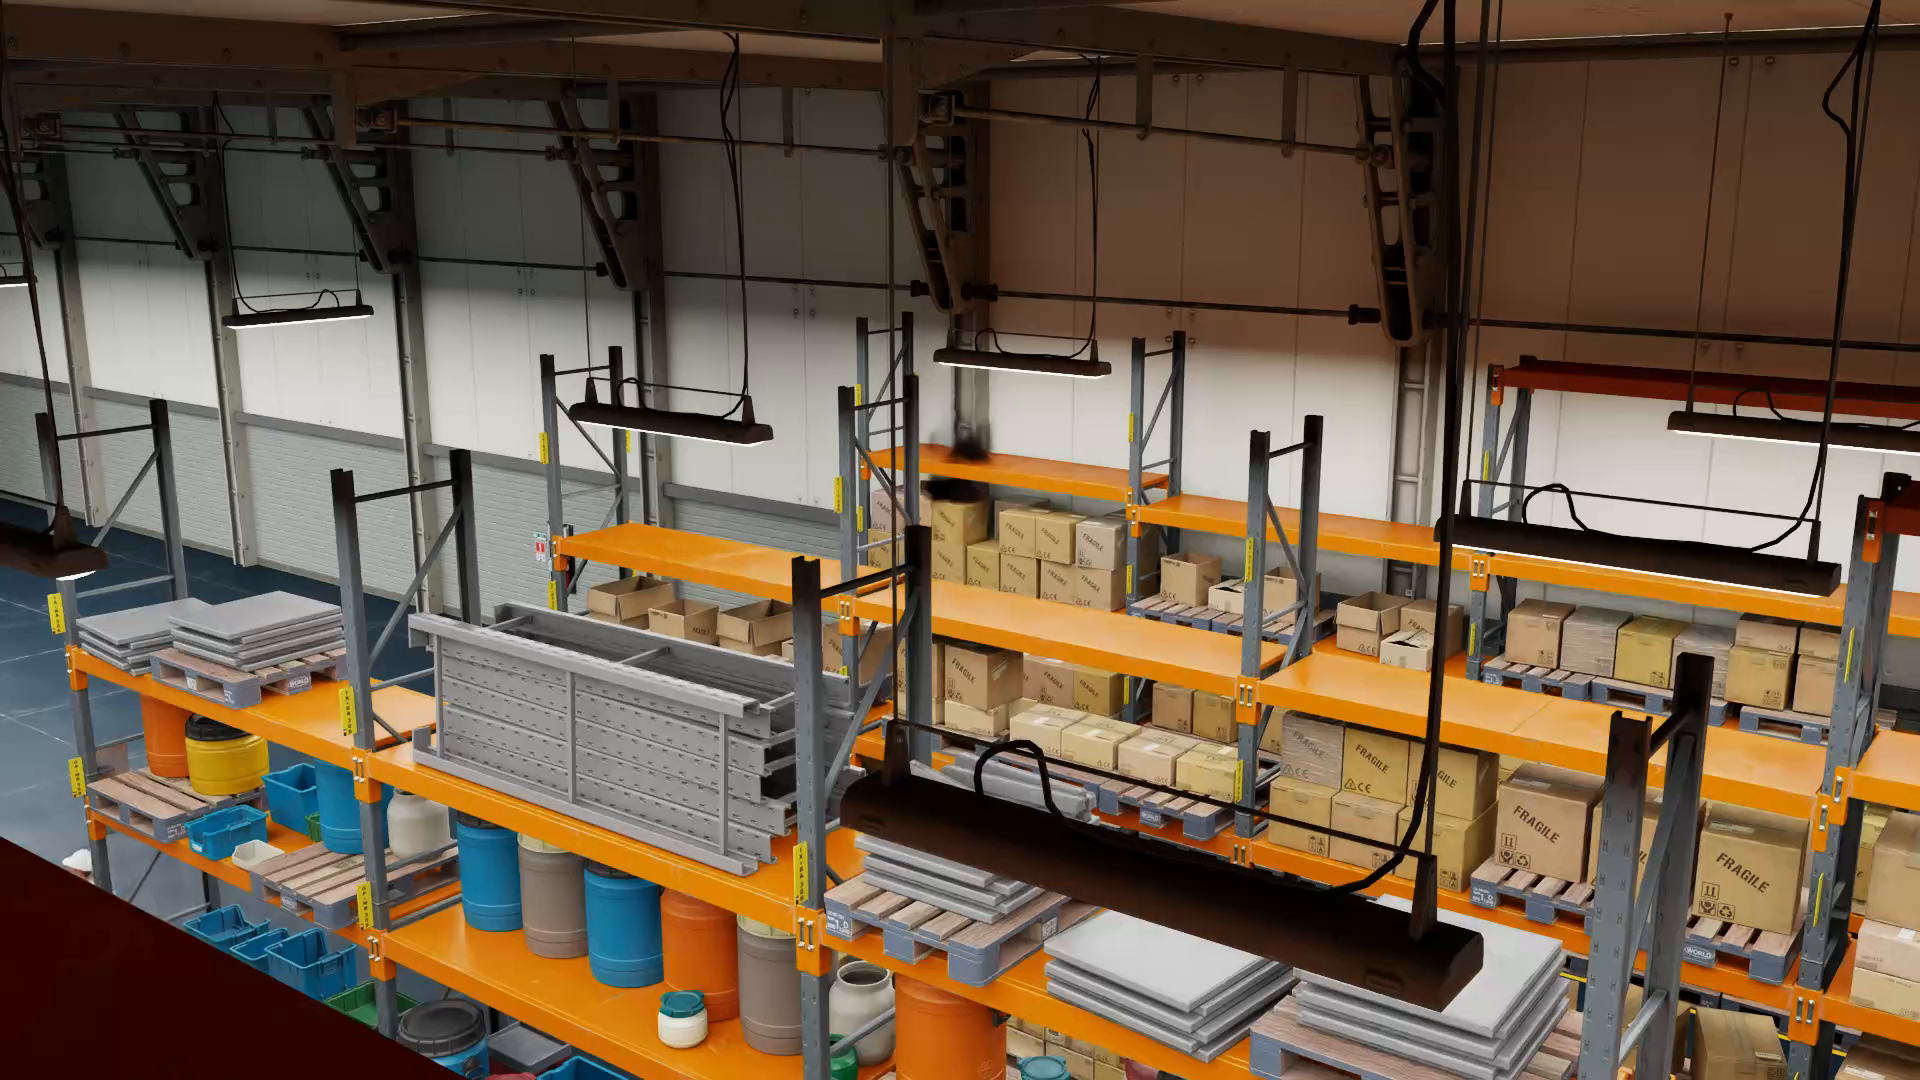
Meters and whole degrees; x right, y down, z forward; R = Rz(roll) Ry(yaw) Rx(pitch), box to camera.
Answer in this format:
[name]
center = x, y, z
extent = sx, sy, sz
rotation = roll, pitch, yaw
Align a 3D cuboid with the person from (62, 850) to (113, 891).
[person]
center = -8.025, 3.704, 15.530
extent = 0.557, 1.758, 0.680
rotation = -4, 14, -17
